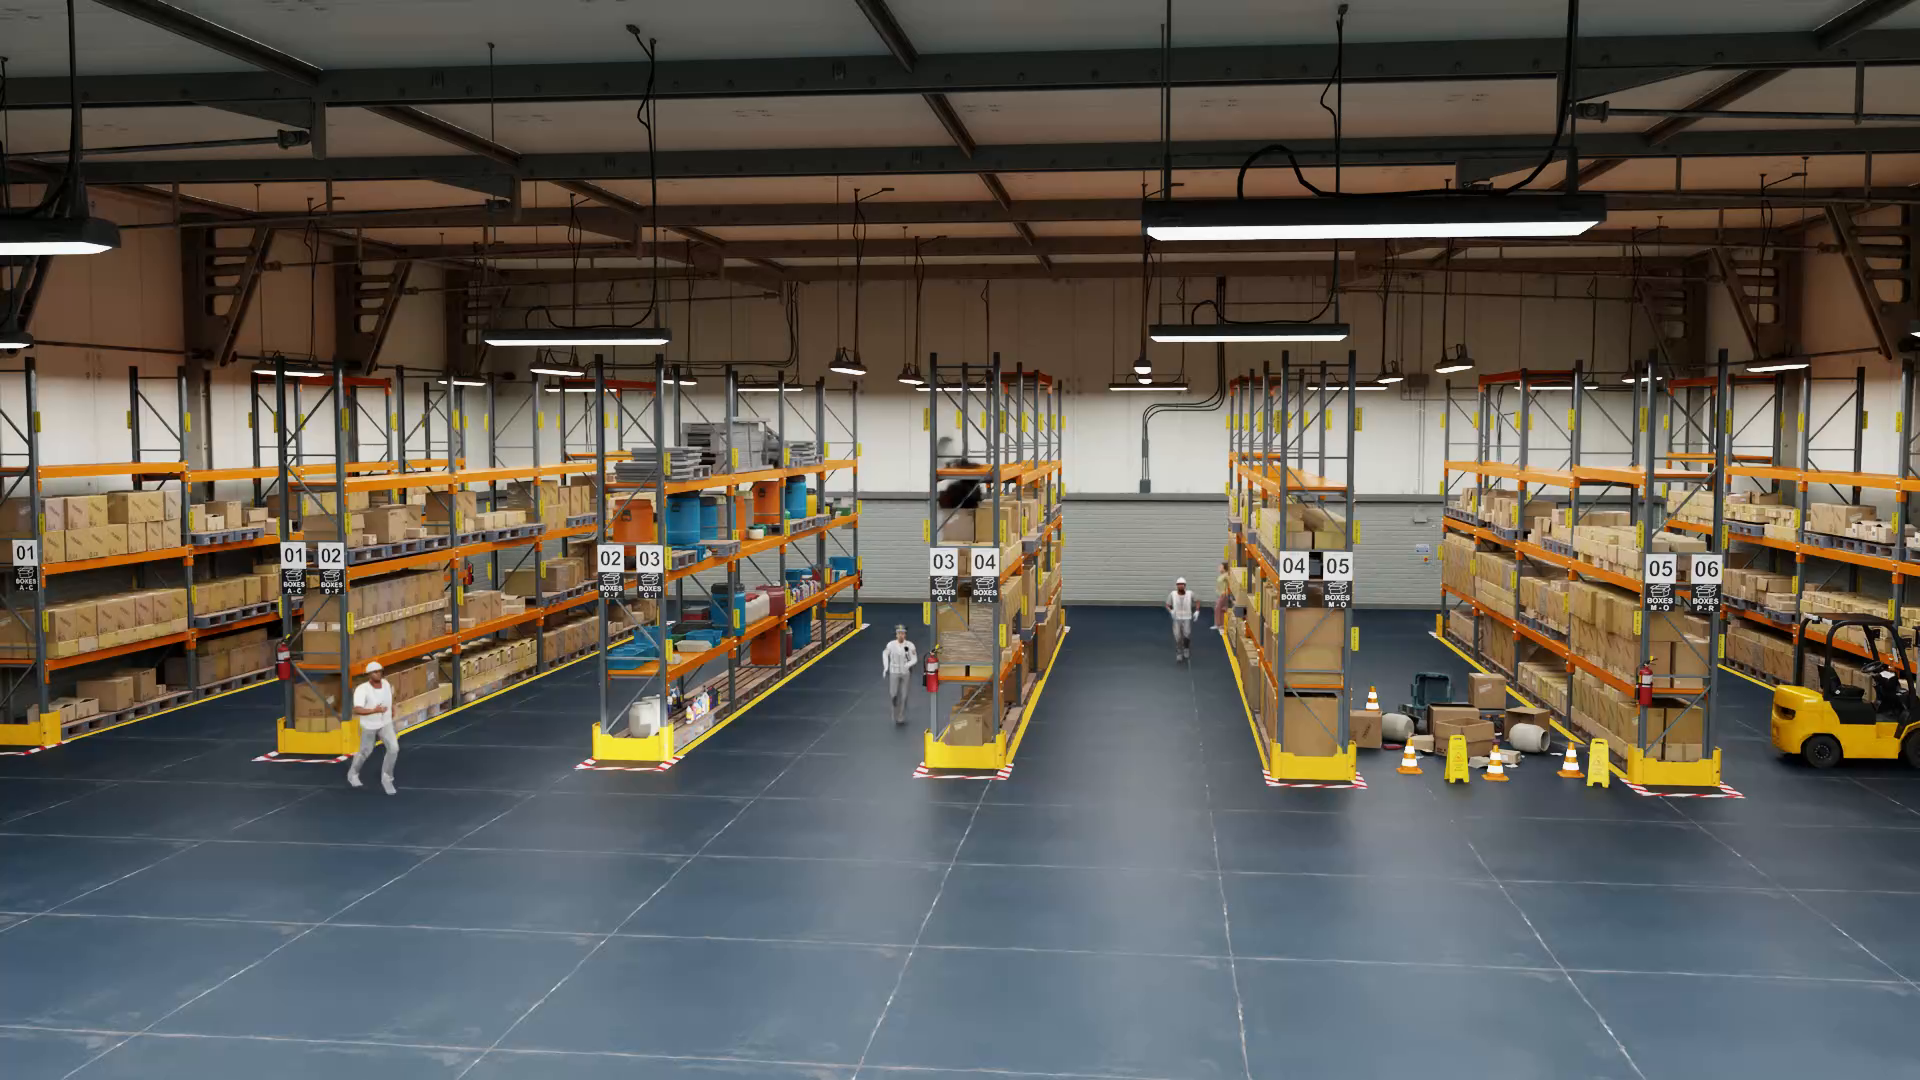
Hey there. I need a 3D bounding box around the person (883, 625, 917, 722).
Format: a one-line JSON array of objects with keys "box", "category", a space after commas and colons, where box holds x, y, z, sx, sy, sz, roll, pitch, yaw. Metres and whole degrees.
[{"box": [-0.998, 2.220, 27.530, 0.583, 1.634, 0.700, 0, 4, 0], "category": "person"}]

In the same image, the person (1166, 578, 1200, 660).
[{"box": [4.658, 1.664, 34.801, 0.715, 1.738, 0.597, 1, 4, 8], "category": "person"}]

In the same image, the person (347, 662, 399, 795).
[{"box": [-7.908, 2.537, 22.492, 0.896, 1.815, 0.709, 3, 5, 38], "category": "person"}]

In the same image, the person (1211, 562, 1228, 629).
[{"box": [6.470, 1.360, 40.350, 0.701, 1.642, 0.616, -1, 4, -14], "category": "person"}]
